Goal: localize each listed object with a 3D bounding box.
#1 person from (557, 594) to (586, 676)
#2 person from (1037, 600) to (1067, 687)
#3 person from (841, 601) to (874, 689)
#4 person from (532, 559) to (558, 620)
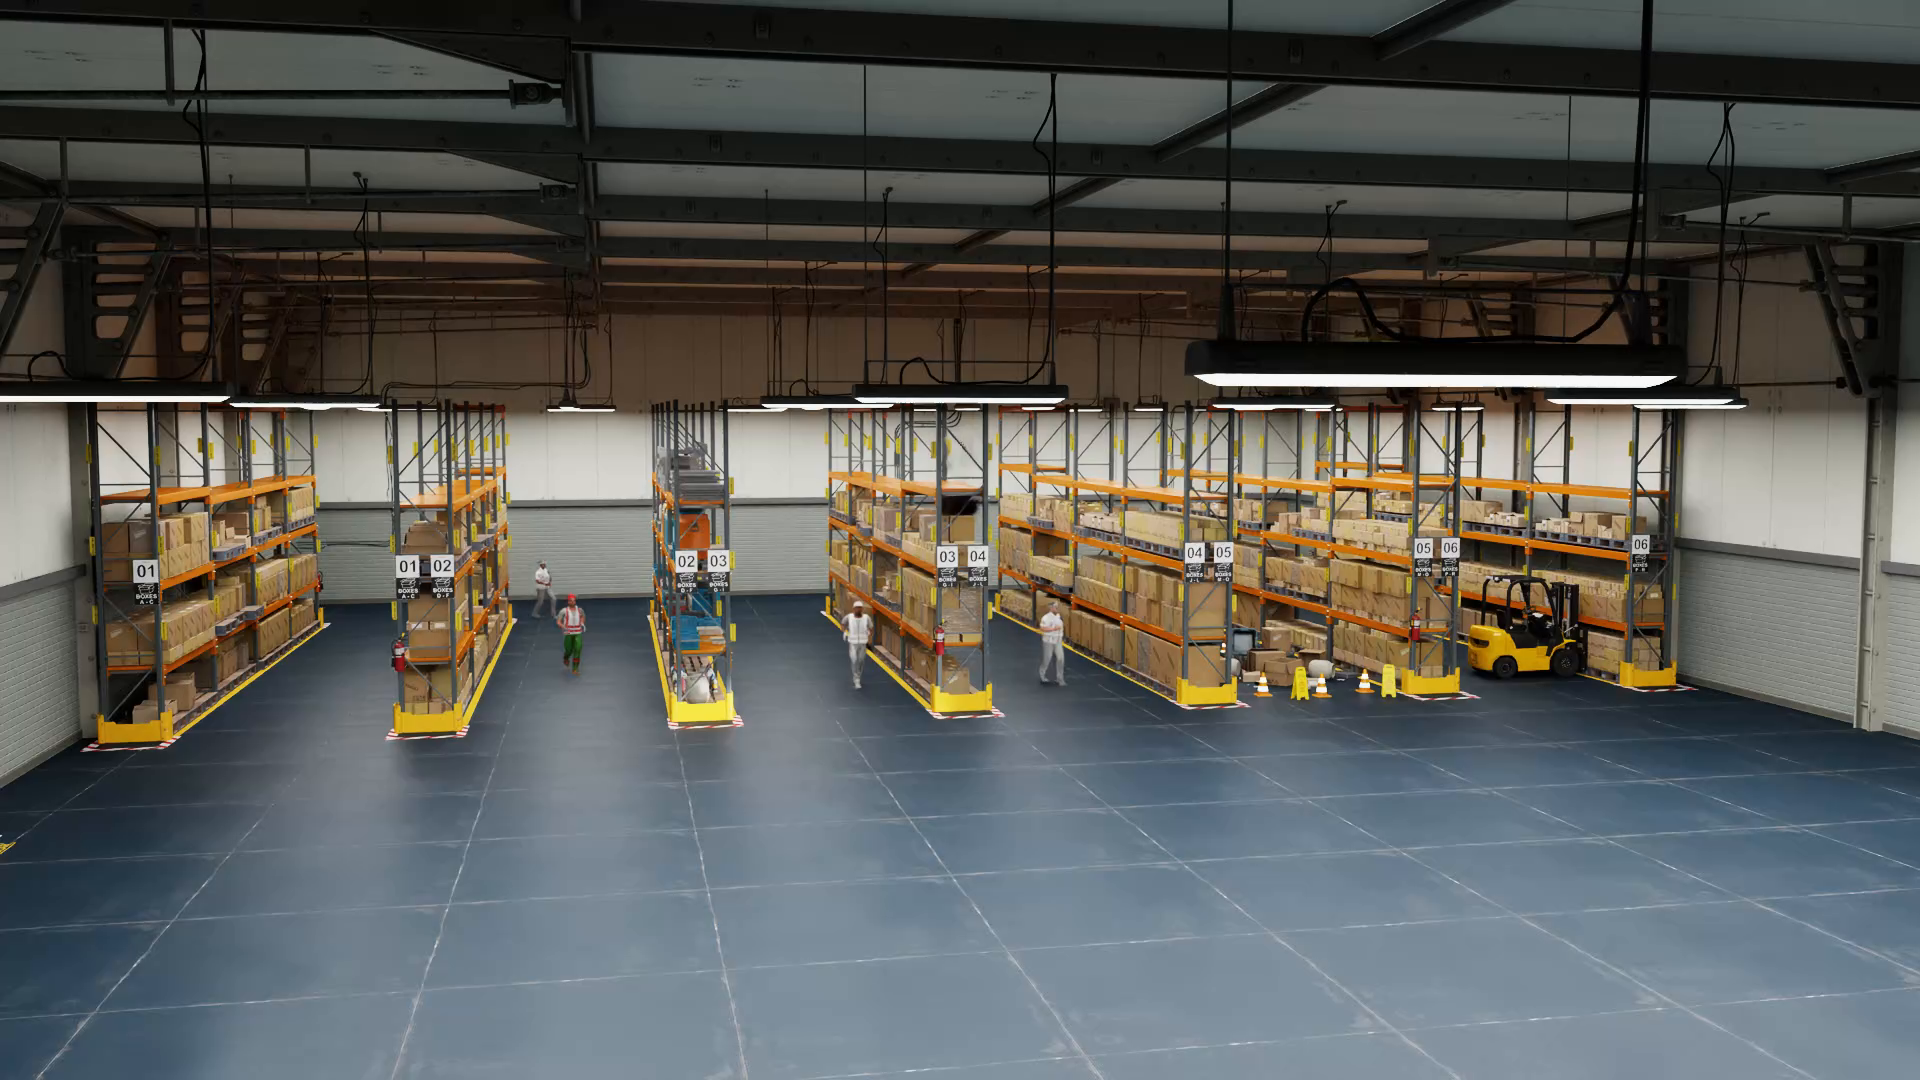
[{"bbox_3d":[-8.564,2.077,36.750,0.657,1.771,0.863,-2,5,-27],"label":"person"},{"bbox_3d":[1.920,2.190,35.277,0.631,1.847,0.830,-3,5,-36],"label":"person"},{"bbox_3d":[-2.148,2.181,35.014,0.681,1.792,0.990,-1,4,-11],"label":"person"},{"bbox_3d":[-11.655,1.392,46.499,0.754,1.727,0.579,2,5,26],"label":"person"}]
